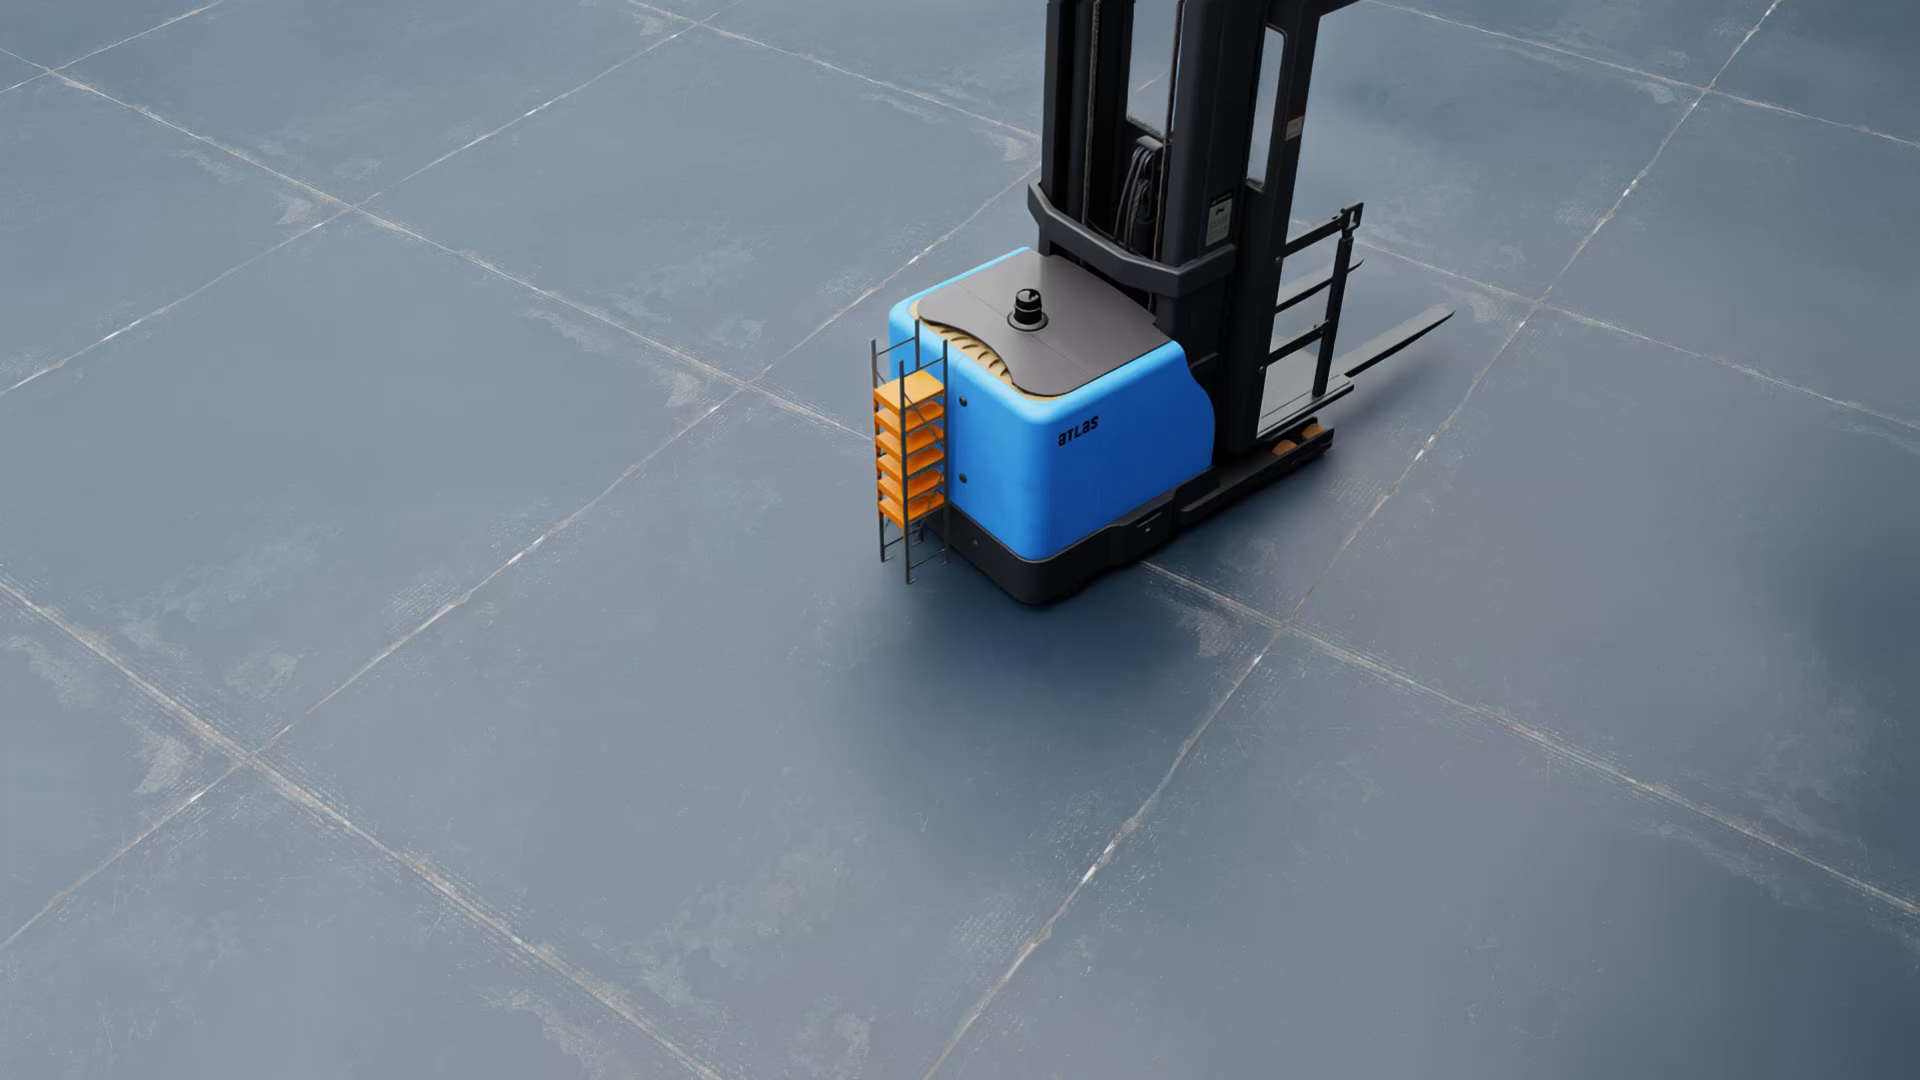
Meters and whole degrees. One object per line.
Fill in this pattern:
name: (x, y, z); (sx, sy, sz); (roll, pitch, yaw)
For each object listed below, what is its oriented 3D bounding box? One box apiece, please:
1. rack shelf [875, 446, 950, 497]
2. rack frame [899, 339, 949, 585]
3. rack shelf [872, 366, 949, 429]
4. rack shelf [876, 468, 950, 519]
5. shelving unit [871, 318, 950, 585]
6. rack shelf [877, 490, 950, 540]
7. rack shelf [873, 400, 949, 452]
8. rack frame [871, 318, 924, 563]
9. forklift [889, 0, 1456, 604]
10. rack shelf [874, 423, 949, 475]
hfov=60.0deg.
rack shelf: (-0.200, -0.314, 7.016); (0.258, 0.103, 0.180); (-28, 49, -28)
rack frame: (-0.143, -0.300, 6.933); (0.240, 1.200, 0.006); (-28, 49, -28)
rack shelf: (-0.201, -0.582, 6.776); (0.258, 0.103, 0.180); (-28, 49, -28)
rack shelf: (-0.200, -0.225, 7.096); (0.258, 0.103, 0.180); (-28, 49, -28)
shelving unit: (-0.200, -0.347, 6.986); (0.258, 1.200, 0.189); (-28, 49, -28)
rack shelf: (-0.200, -0.135, 7.176); (0.258, 0.103, 0.180); (-28, 49, -28)
rack shelf: (-0.201, -0.493, 6.856); (0.258, 0.103, 0.180); (-28, 49, -28)
rack frame: (-0.258, -0.394, 7.039); (0.240, 1.200, 0.006); (-28, 49, -28)
forklift: (1.147, -1.645, 7.138); (3.031, 2.935, 1.130); (-28, 49, -28)
rack shelf: (-0.200, -0.403, 6.936); (0.258, 0.103, 0.180); (-28, 49, -28)
